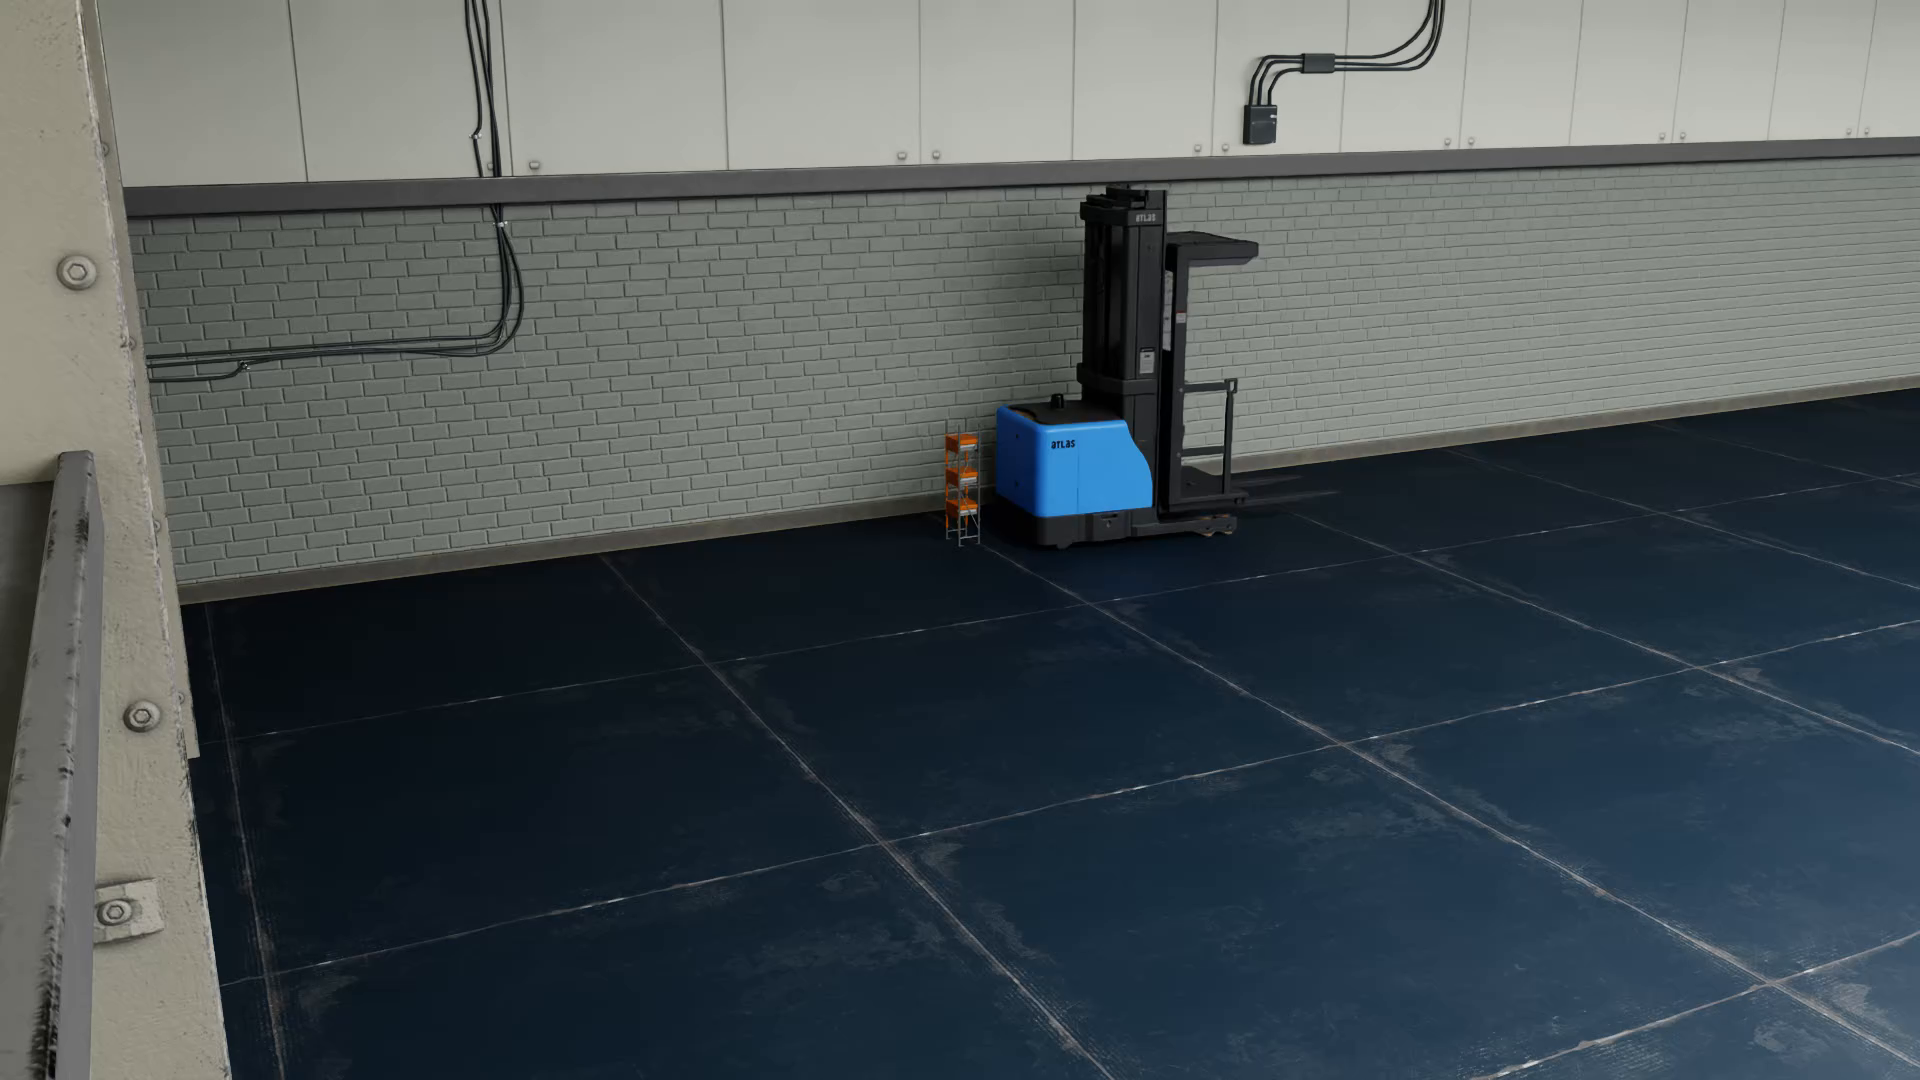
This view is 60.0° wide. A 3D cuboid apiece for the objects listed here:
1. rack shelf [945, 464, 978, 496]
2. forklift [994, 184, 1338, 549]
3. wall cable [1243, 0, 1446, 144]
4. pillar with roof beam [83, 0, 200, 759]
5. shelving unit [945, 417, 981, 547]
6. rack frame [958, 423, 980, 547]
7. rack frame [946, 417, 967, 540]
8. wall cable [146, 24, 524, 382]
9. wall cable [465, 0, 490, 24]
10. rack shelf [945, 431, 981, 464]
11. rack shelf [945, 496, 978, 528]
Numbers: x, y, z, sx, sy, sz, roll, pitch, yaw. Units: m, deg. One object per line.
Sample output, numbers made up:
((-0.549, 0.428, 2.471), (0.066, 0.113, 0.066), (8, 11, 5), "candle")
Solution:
((0.023, -0.481, 14.063), (0.215, 0.259, 0.240), (-8, 18, -25), "rack shelf")
((1.872, -1.567, 14.398), (3.031, 2.935, 1.130), (-6, 17, -20), "forklift")
((3.733, -6.747, 15.284), (2.305, 6.003, 0.169), (-8, 18, -25), "wall cable")
((-0.836, -3.599, 10.479), (9.100, 9.000, 0.400), (-8, 18, -25), "pillar with roof beam")
((0.023, -0.491, 14.060), (0.215, 1.050, 0.252), (-8, 18, -25), "shelving unit")
((0.077, -0.461, 13.954), (0.200, 1.050, 0.008), (-8, 18, -25), "rack frame")
((-0.030, -0.522, 14.165), (0.200, 1.050, 0.008), (-8, 18, -25), "rack frame")
((-4.808, -2.477, 12.197), (3.097, 2.526, 0.112), (-8, 18, -25), "wall cable")
((-2.376, -5.231, 12.640), (3.097, 2.526, 0.112), (-8, 18, -25), "wall cable")
((0.023, -0.754, 13.984), (0.215, 0.259, 0.240), (-8, 18, -25), "rack shelf")
((0.023, -0.214, 14.139), (0.215, 0.259, 0.240), (-8, 18, -25), "rack shelf")
